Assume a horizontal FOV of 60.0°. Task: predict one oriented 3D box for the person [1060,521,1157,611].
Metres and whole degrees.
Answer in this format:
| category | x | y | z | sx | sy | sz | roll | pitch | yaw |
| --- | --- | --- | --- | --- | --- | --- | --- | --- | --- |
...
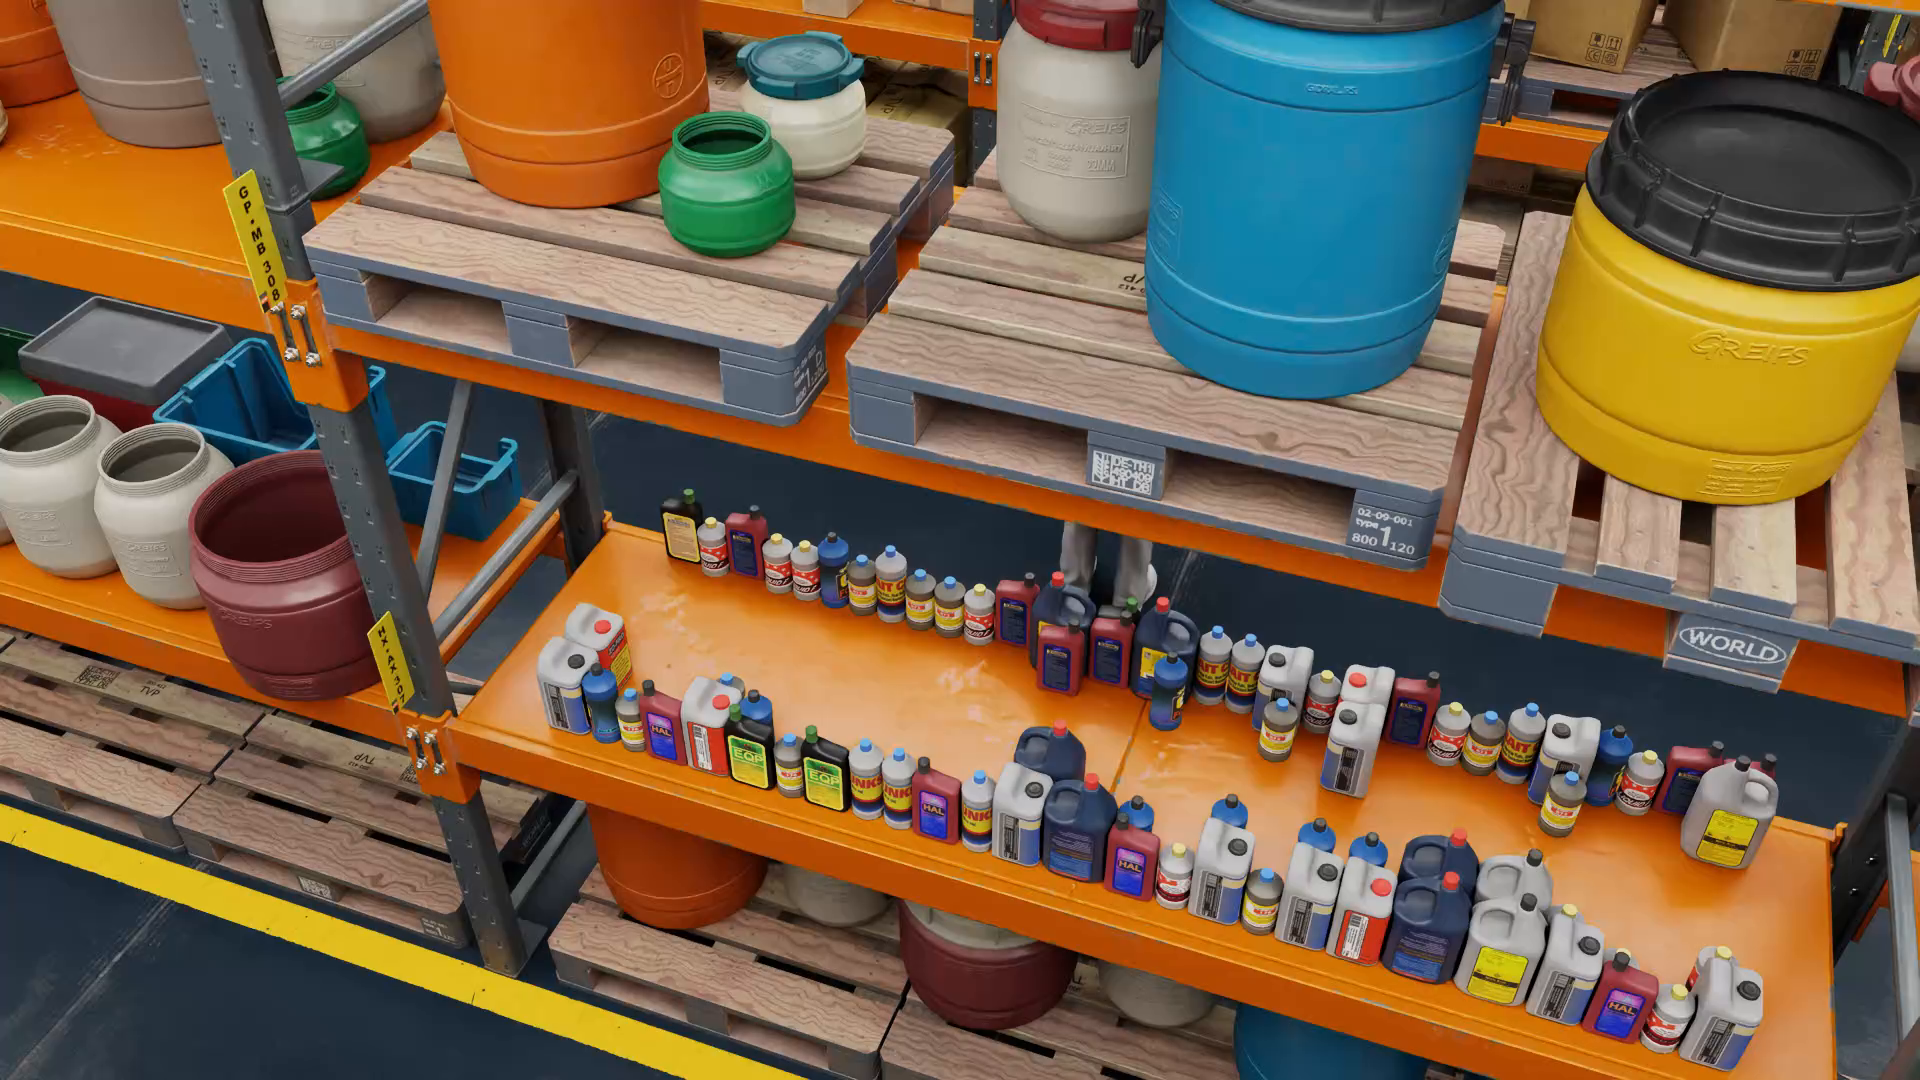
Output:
| category | x | y | z | sx | sy | sz | roll | pitch | yaw |
| --- | --- | --- | --- | --- | --- | --- | --- | --- | --- |
| person | 0.652 | -0.480 | 6.728 | 0.530 | 1.769 | 0.563 | 14 | 43 | 15 |
